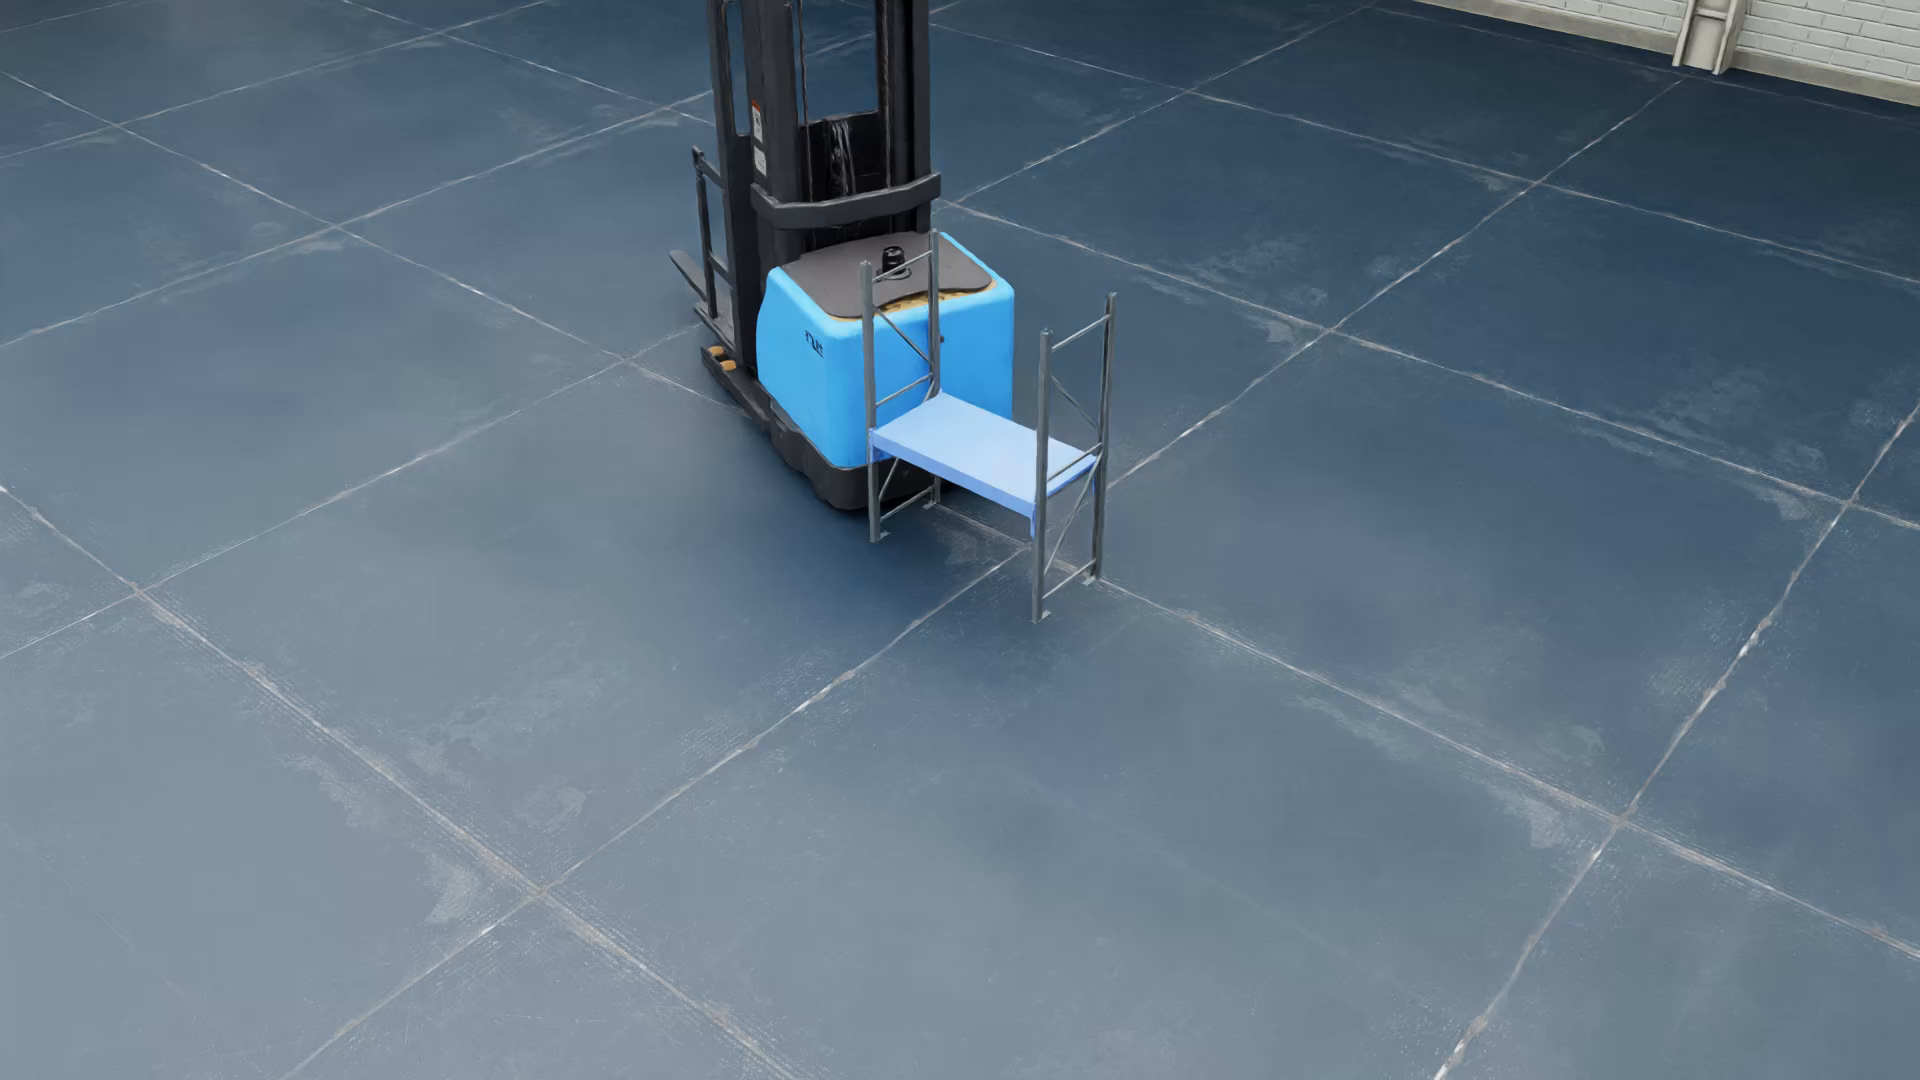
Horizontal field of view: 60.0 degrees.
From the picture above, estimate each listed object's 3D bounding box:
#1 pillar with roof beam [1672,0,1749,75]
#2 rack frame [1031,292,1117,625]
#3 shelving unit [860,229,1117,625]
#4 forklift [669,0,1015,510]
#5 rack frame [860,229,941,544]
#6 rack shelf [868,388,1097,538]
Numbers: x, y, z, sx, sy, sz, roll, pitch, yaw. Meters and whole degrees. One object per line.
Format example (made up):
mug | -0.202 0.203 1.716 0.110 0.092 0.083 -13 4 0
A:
pillar with roof beam | 3.538 -5.862 8.836 0.400 9.000 9.100 25 42 32
rack frame | 0.503 -0.339 7.419 0.032 1.500 0.500 26 42 32
shelving unit | 0.116 -0.526 7.690 1.048 1.500 0.538 26 42 32
forklift | -0.842 -2.176 8.830 1.130 2.935 3.031 -16 38 -22
rack frame | -0.271 -0.712 7.962 0.032 1.500 0.500 26 42 32
rack shelf | 0.116 -0.377 7.792 1.000 0.185 0.538 26 42 32
